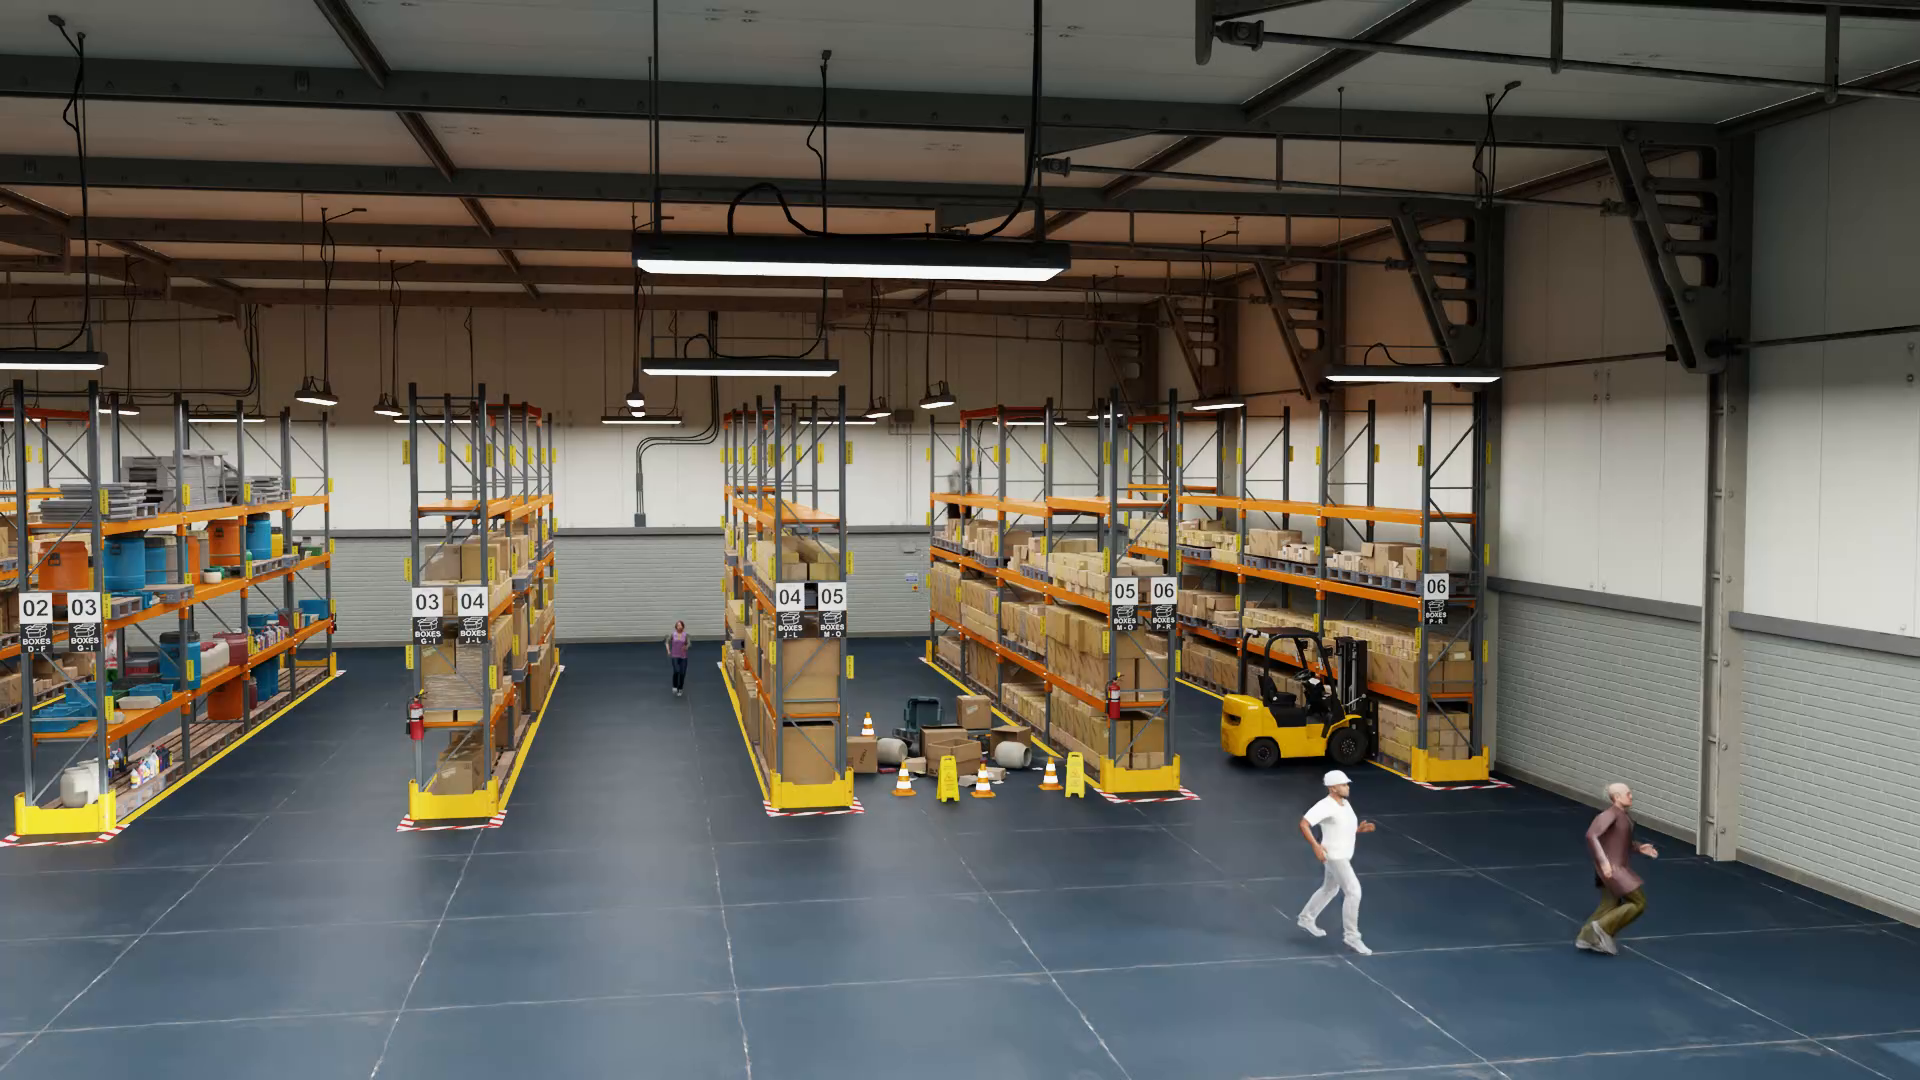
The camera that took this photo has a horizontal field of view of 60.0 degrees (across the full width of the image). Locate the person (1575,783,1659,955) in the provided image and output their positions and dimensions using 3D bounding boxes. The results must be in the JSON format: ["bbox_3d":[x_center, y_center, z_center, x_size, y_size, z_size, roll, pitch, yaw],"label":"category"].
[{"bbox_3d":[6.566,3.283,16.618,0.760,1.723,0.627,2,3,28],"label":"person"}]

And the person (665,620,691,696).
[{"bbox_3d":[-5.828,2.448,34.492,0.509,1.563,0.635,-1,3,-18],"label":"person"}]

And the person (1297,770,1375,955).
[{"bbox_3d":[3.821,3.250,16.922,0.820,1.821,0.677,2,3,28],"label":"person"}]

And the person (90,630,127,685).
[{"bbox_3d":[-16.243,2.499,31.741,0.643,1.846,0.774,-1,3,-27],"label":"person"}]
